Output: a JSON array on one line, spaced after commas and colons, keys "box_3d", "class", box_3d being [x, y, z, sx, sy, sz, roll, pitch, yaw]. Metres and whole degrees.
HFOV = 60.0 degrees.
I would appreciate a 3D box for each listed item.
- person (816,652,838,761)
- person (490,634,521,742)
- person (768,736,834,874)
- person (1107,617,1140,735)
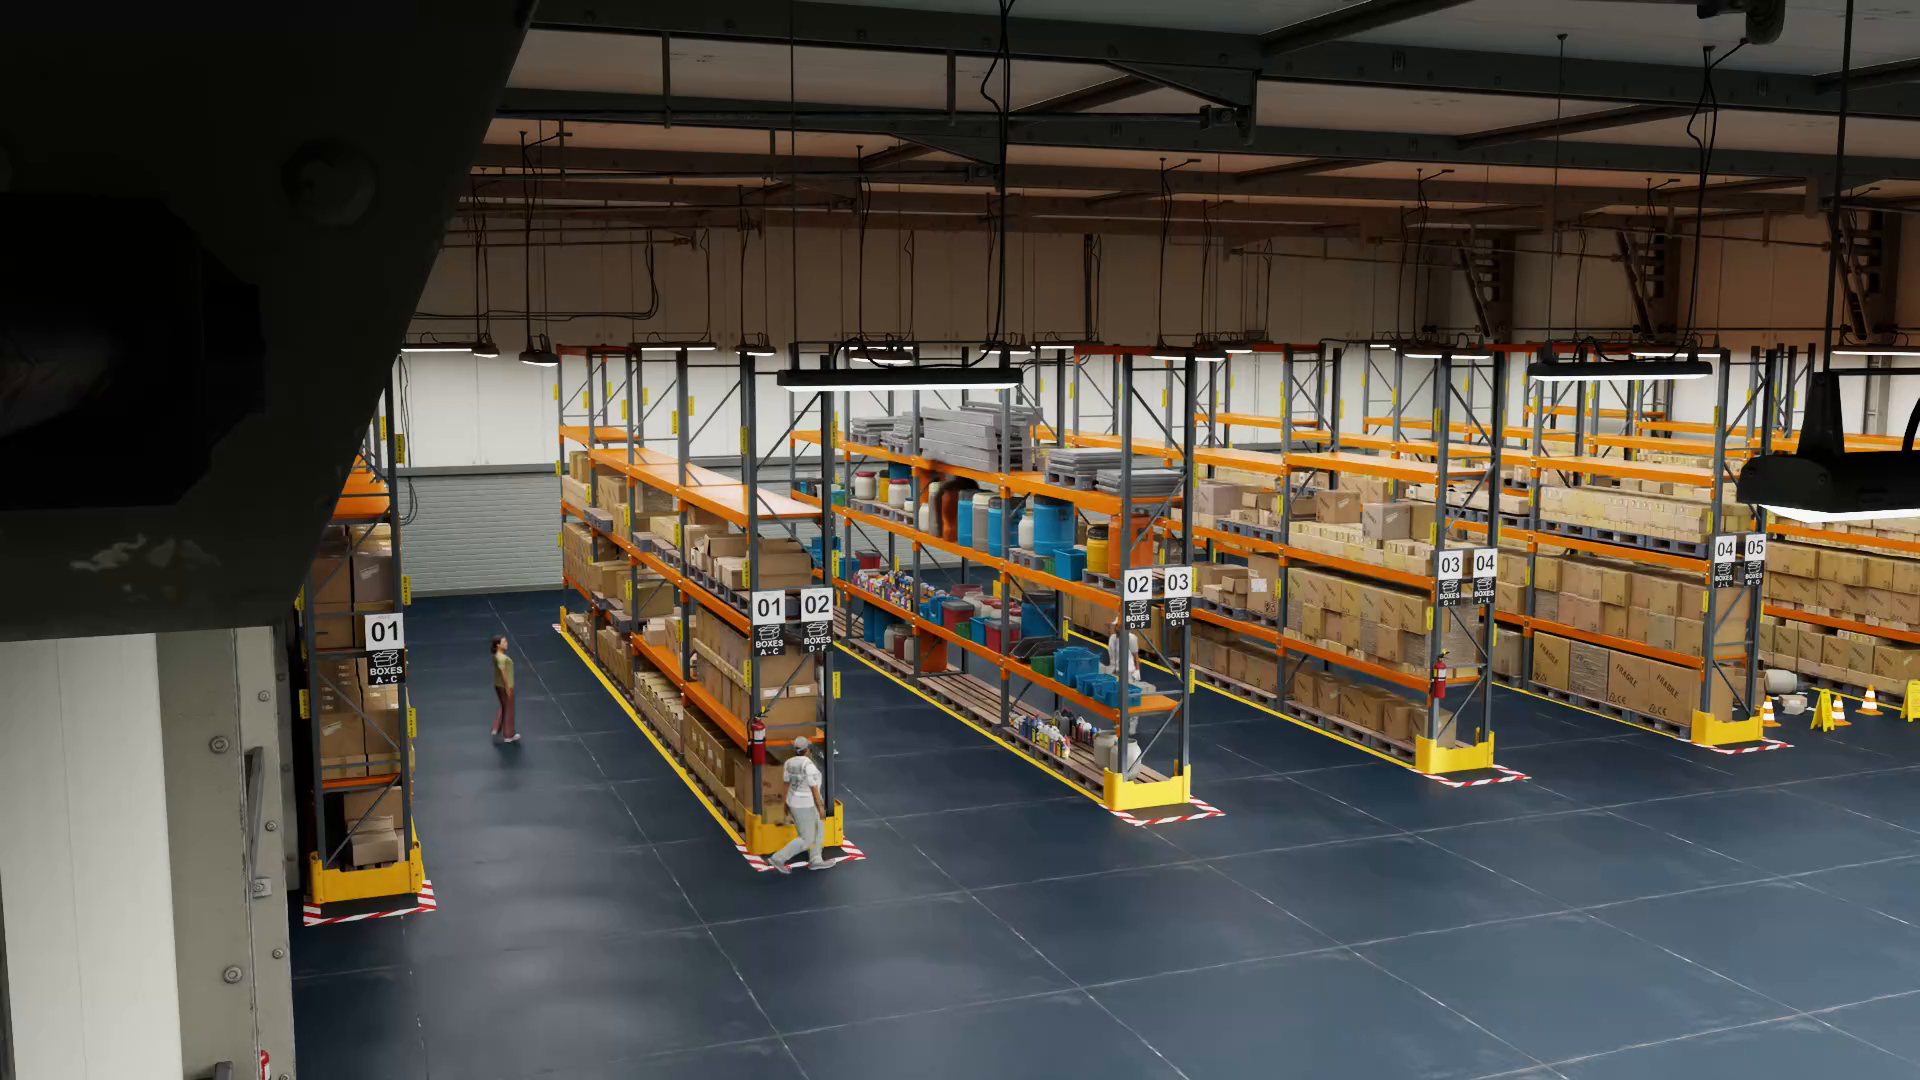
[{"box_3d": [-1.978, 2.450, 24.593, 0.331, 1.636, 0.508, 0, 7, -4], "class": "person"}, {"box_3d": [-6.984, 2.266, 25.514, 0.460, 1.671, 0.459, 7, 10, 43], "class": "person"}, {"box_3d": [-1.858, 3.073, 19.311, 0.813, 1.613, 0.488, -2, 8, -16], "class": "person"}, {"box_3d": [2.568, 2.108, 26.233, 0.398, 1.809, 0.676, -7, 10, -43], "class": "person"}]
